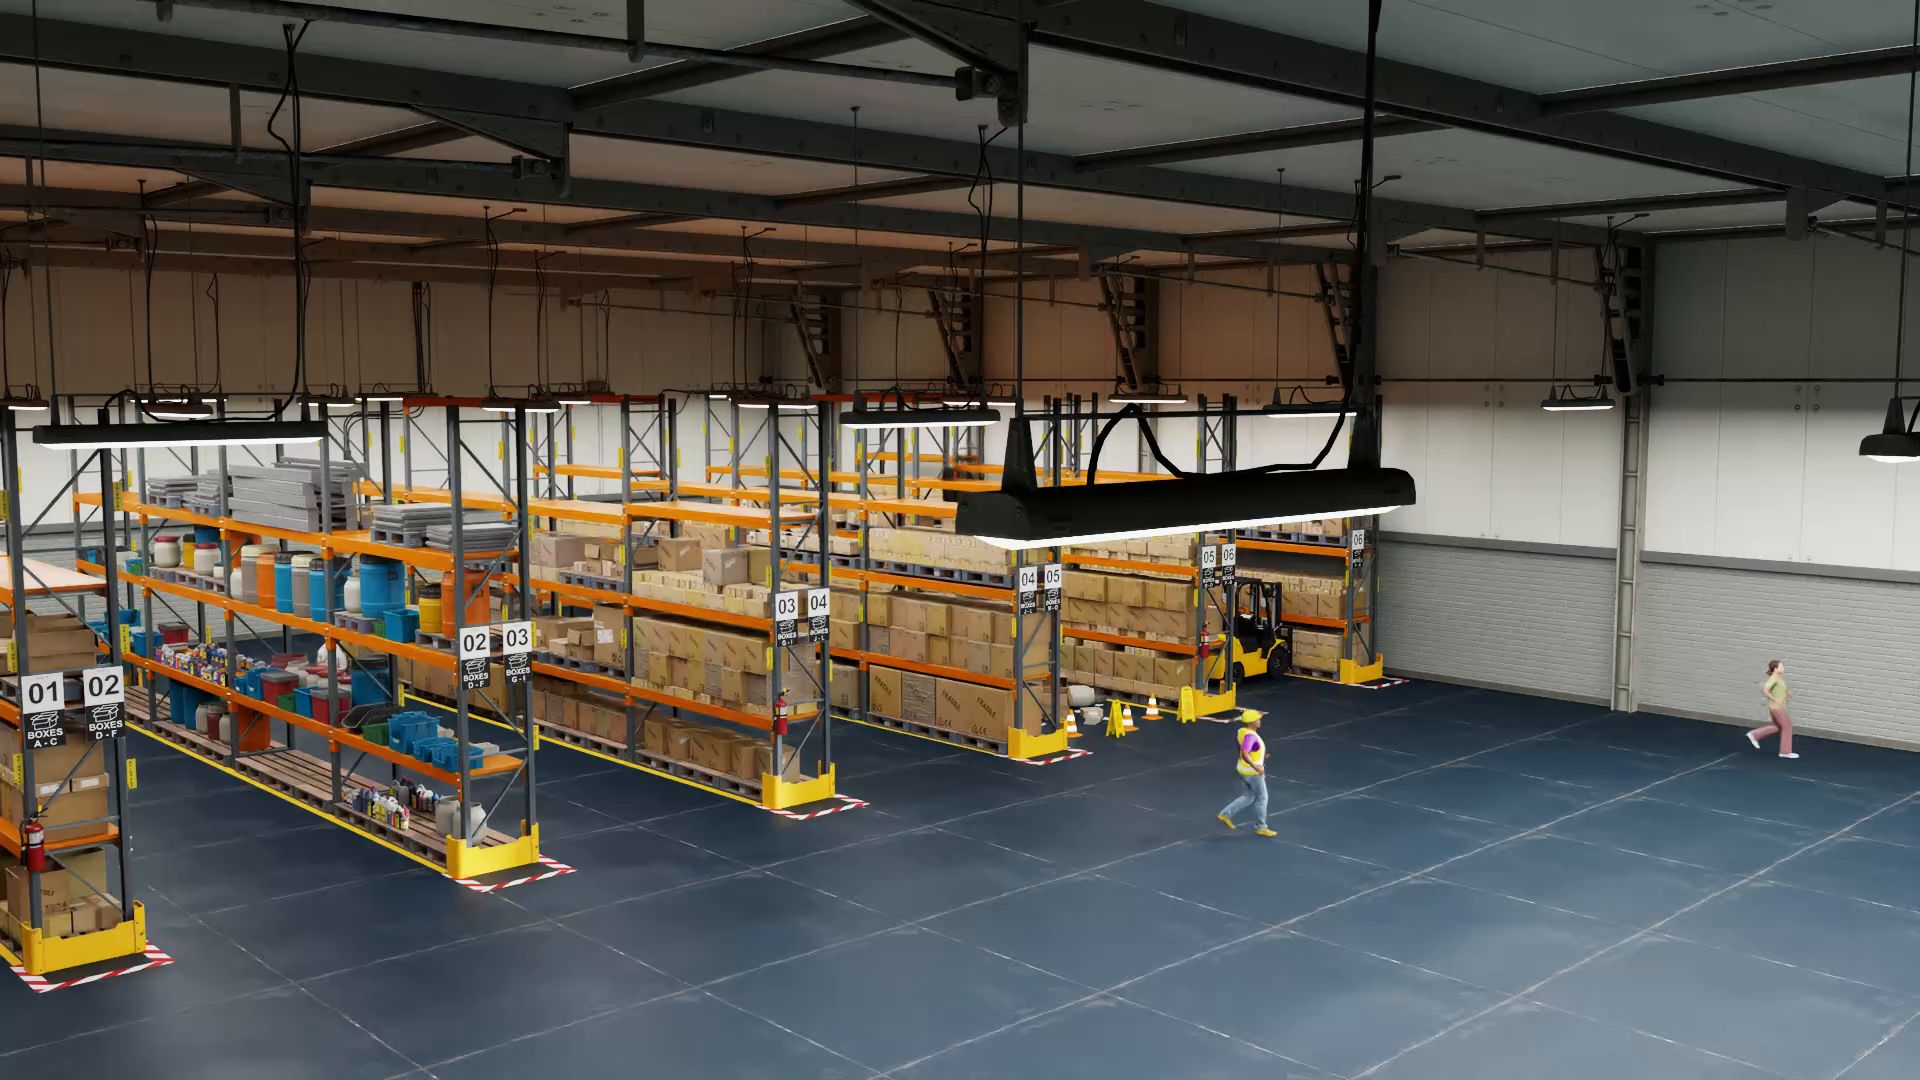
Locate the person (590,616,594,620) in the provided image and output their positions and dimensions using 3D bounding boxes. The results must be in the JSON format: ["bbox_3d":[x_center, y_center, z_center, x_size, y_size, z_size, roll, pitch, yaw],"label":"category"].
[{"bbox_3d":[-7.546,2.059,35.197,0.773,1.554,0.612,5,8,43],"label":"person"}]

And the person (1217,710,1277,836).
[{"bbox_3d":[3.998,3.226,23.026,0.826,1.770,0.701,-1,6,-9],"label":"person"}]

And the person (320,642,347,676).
[{"bbox_3d":[-11.493,2.520,30.504,0.667,1.839,0.452,5,8,44],"label":"person"}]

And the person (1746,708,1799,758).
[{"bbox_3d":[13.664,3.151,27.932,0.820,0.967,0.356,3,6,29],"label":"person"}]
